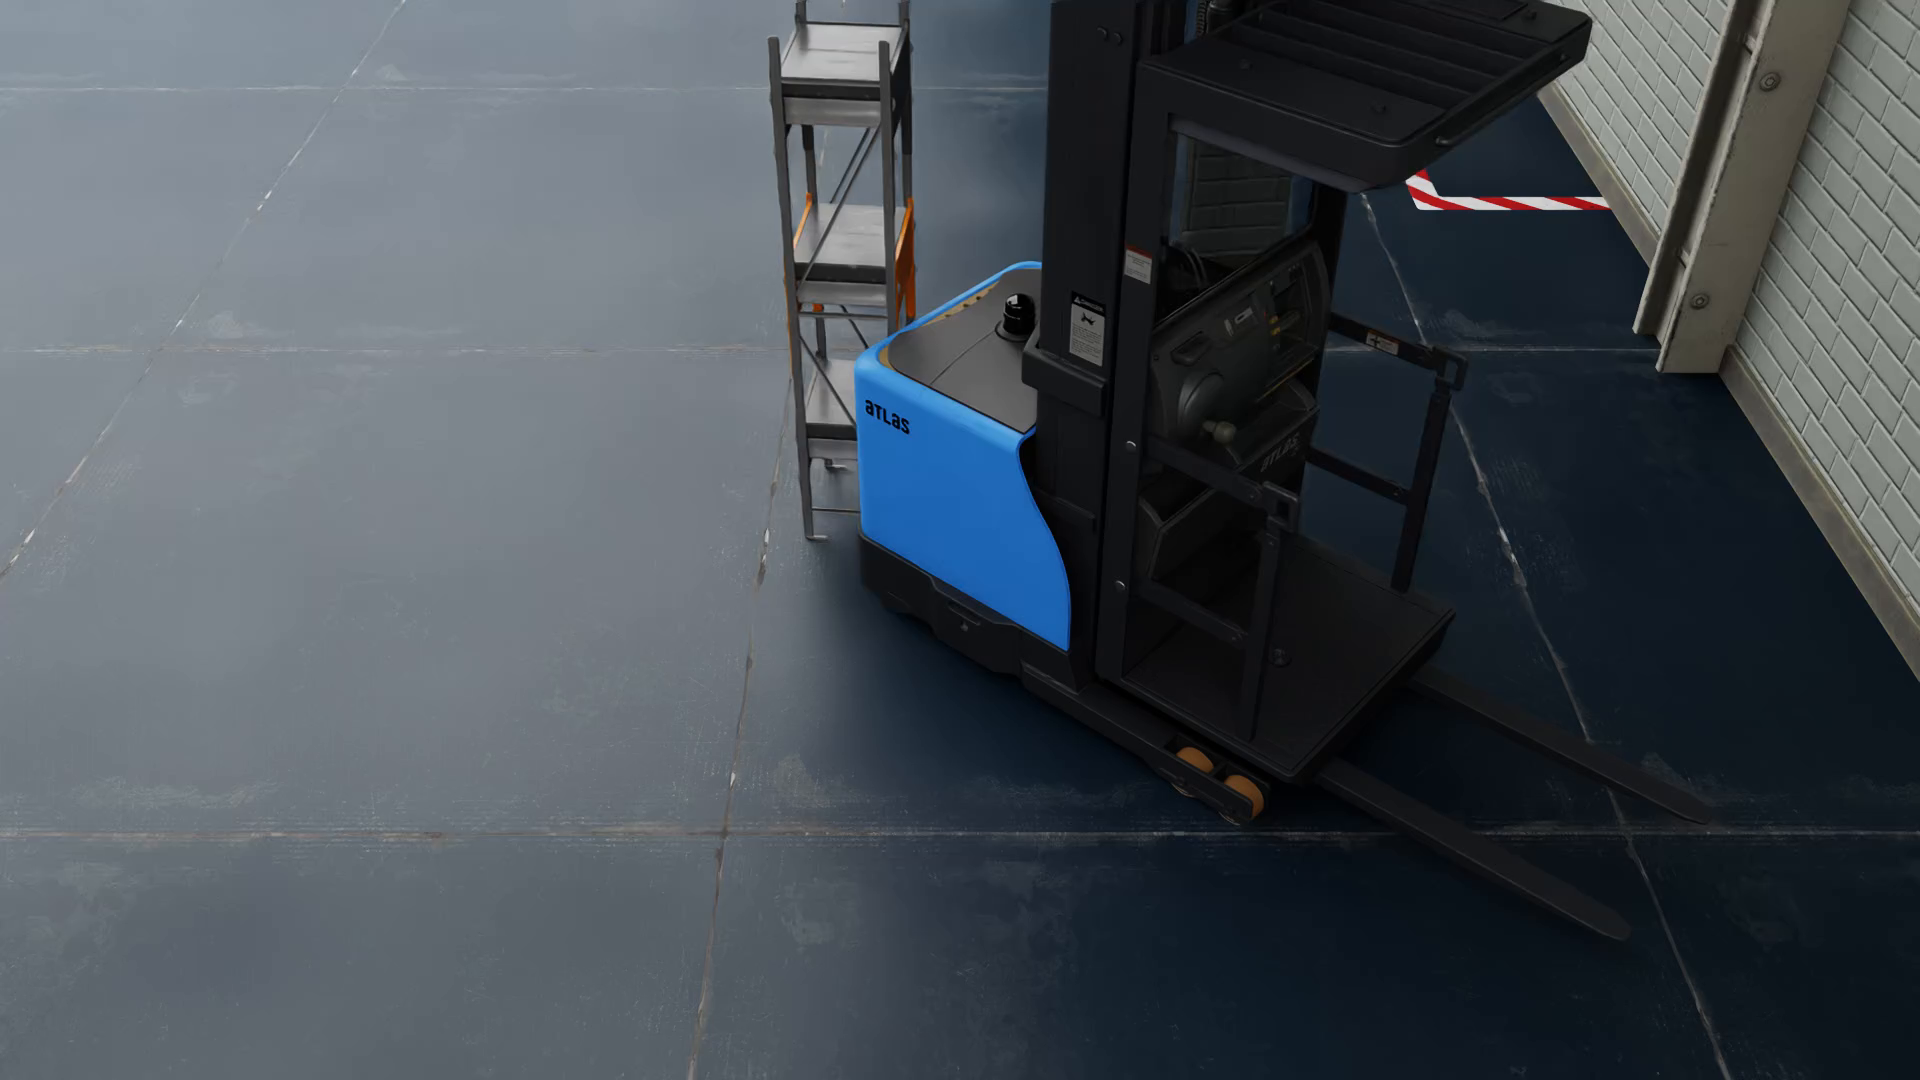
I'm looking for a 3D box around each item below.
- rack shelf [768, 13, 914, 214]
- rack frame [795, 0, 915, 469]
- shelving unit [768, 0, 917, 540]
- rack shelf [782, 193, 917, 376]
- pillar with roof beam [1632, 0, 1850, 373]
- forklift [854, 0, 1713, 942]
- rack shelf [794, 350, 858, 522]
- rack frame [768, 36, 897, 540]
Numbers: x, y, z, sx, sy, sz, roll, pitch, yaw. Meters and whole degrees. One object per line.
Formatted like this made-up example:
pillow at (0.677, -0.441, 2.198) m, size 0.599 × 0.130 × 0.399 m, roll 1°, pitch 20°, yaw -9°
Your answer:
rack shelf at (-0.405, -1.503, 5.849) m, size 0.431 × 0.518 × 0.480 m, roll 4°, pitch 39°, yaw 5°
rack frame at (-0.380, -1.120, 6.468) m, size 0.400 × 2.100 × 0.015 m, roll 4°, pitch 39°, yaw 5°
shelving unit at (-0.405, -0.968, 6.279) m, size 0.431 × 2.100 × 0.503 m, roll 4°, pitch 39°, yaw 5°
rack shelf at (-0.405, -0.957, 6.287) m, size 0.431 × 0.518 × 0.480 m, roll 4°, pitch 39°, yaw 5°
pillar with roof beam at (-0.906, -4.410, 5.057) m, size 9.100 × 9.000 × 0.400 m, roll 0°, pitch 39°, yaw 0°
forklift at (1.048, -0.566, 5.113) m, size 3.031 × 2.935 × 1.130 m, roll 29°, pitch 47°, yaw 31°
rack shelf at (-0.405, -0.411, 6.725) m, size 0.431 × 0.518 × 0.480 m, roll 4°, pitch 39°, yaw 5°
rack frame at (-0.430, -0.816, 6.089) m, size 0.400 × 2.100 × 0.015 m, roll 4°, pitch 39°, yaw 5°
